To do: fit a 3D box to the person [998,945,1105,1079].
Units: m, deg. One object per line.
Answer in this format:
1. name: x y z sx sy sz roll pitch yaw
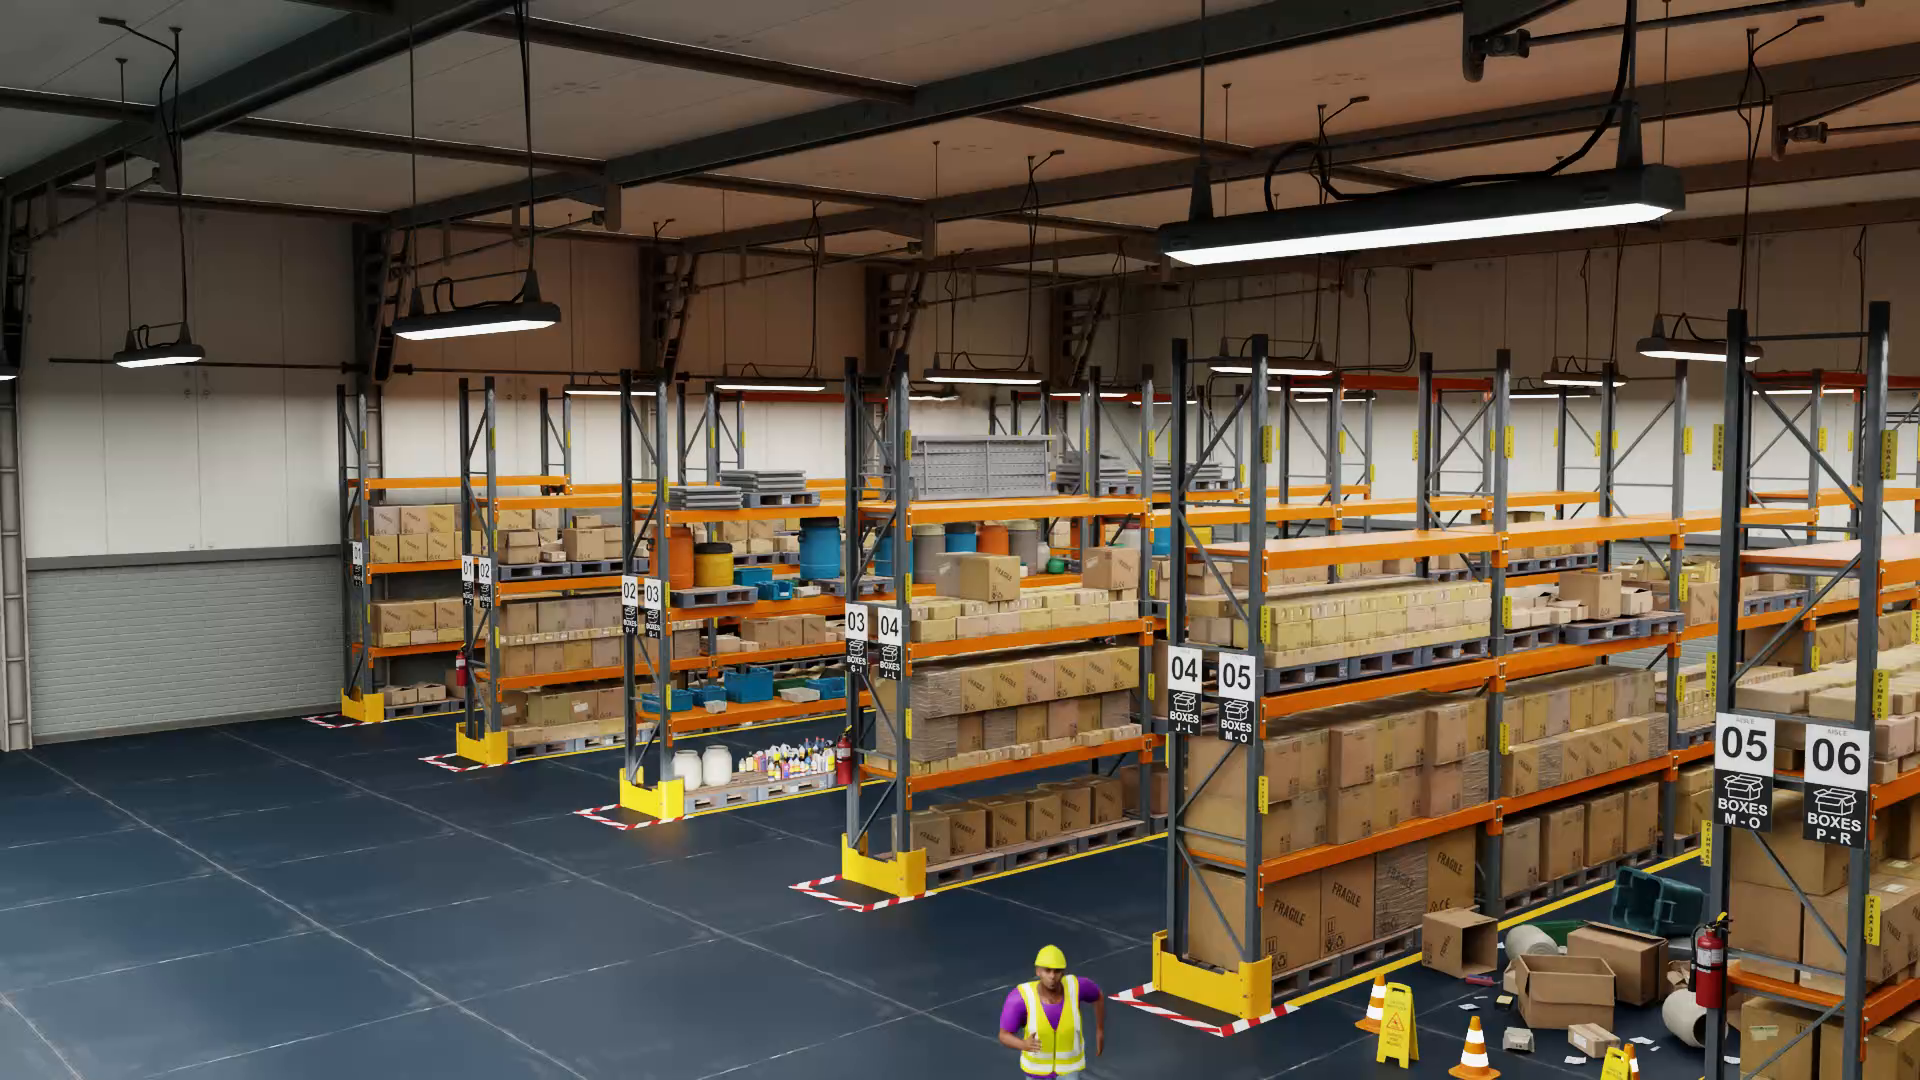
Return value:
1. person: 0.619 3.561 11.127 0.728 1.795 0.841 0 4 0
